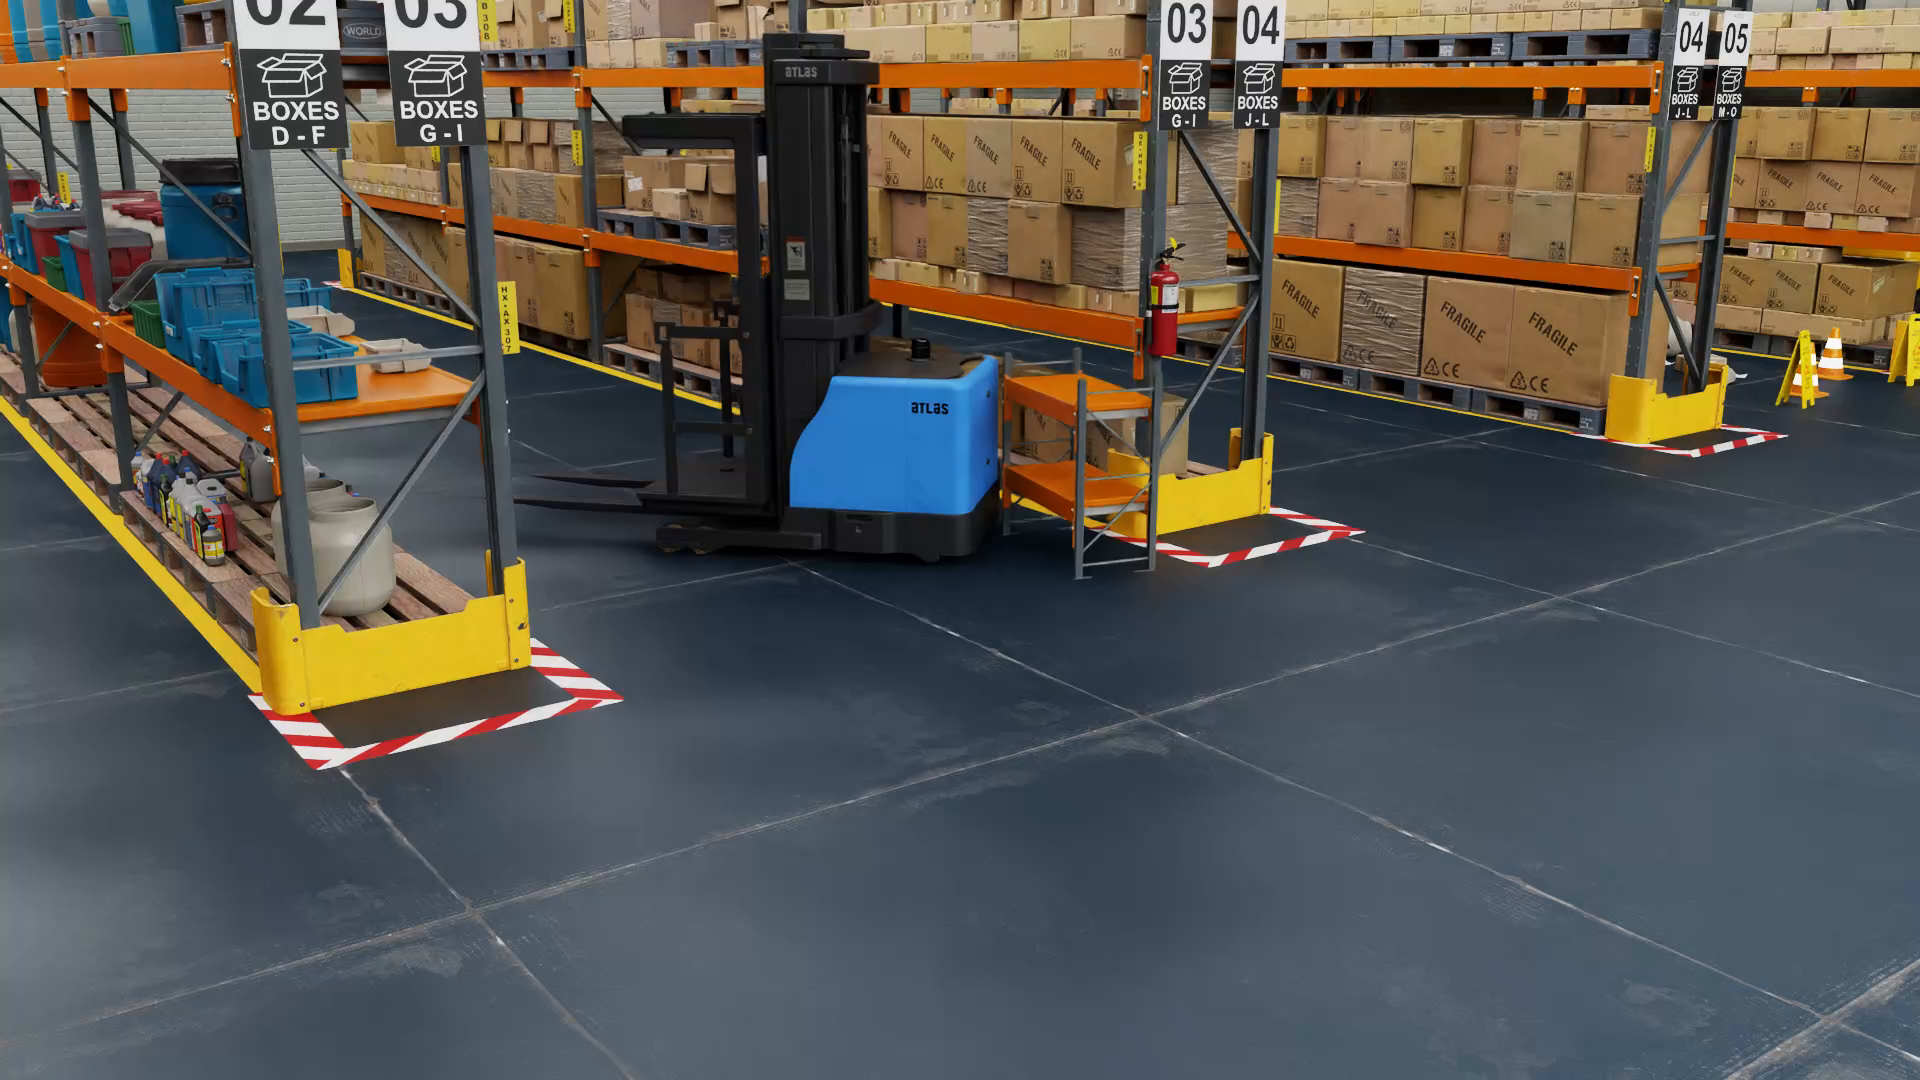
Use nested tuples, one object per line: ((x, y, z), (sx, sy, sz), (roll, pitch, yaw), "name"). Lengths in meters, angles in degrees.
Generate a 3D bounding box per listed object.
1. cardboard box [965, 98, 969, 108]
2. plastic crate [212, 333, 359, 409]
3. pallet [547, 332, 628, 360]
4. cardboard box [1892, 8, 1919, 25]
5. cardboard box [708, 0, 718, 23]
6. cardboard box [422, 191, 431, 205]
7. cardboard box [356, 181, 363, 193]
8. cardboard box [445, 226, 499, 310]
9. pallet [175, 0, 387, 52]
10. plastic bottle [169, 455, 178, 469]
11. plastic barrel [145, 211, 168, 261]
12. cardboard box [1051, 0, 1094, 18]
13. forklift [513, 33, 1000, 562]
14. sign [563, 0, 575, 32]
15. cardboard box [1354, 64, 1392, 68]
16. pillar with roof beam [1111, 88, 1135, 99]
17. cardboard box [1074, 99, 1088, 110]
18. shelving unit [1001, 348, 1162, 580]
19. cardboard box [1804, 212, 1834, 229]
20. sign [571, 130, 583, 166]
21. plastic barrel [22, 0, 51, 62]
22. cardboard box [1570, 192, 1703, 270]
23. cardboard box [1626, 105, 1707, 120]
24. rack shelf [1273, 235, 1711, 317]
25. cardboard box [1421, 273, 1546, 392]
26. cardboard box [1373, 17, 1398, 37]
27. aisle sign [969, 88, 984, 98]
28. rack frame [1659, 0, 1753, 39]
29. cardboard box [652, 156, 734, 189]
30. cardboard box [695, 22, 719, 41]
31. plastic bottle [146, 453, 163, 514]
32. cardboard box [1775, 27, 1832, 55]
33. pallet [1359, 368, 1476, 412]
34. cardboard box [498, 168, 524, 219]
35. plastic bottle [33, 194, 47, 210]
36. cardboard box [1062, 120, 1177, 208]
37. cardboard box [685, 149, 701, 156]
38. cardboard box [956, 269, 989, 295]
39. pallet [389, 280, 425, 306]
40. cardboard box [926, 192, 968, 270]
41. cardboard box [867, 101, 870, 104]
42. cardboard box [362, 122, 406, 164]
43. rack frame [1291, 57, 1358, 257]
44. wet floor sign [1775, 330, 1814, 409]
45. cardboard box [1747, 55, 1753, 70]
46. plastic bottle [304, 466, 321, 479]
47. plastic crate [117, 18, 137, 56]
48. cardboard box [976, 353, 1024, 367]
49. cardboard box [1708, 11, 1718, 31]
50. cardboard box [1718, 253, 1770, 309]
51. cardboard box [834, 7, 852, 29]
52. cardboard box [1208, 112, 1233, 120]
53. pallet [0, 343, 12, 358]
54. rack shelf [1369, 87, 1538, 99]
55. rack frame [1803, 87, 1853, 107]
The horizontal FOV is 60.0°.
((0.304, -7.194, 27.365), (0.380, 0.149, 0.250), (-10, 18, -33), "cardboard box")
((-3.043, -0.779, 7.522), (0.499, 0.251, 0.616), (-11, 19, -35), "plastic crate")
((-3.607, -2.103, 17.358), (1.003, 0.211, 1.213), (-11, 19, -35), "pallet")
((8.957, -4.895, 15.562), (0.380, 0.149, 0.250), (-10, 18, -34), "cardboard box")
((-2.133, -4.725, 14.838), (0.500, 0.500, 0.500), (-10, 18, -34), "cardboard box")
((-6.152, -4.070, 19.739), (0.380, 0.149, 0.250), (-10, 18, -33), "cardboard box")
((-7.664, -4.618, 21.744), (0.380, 0.149, 0.250), (-11, 19, -36), "cardboard box")
((-5.164, -3.166, 19.190), (1.225, 0.875, 0.875), (-11, 19, -34), "cardboard box")
((-2.914, -2.338, 7.612), (1.003, 0.211, 1.213), (-11, 19, -35), "pallet")
((-4.728, -0.362, 10.030), (0.061, 0.283, 0.133), (-11, 19, -35), "plastic bottle")
((-5.244, -1.948, 11.256), (0.433, 0.535, 0.433), (0, 15, 0), "plastic barrel")
((0.776, -3.252, 10.123), (0.380, 0.149, 0.250), (-12, 19, -37), "cardboard box")
((-1.324, -1.462, 9.864), (3.031, 2.935, 1.130), (3, 16, 11), "forklift")
((-3.658, -4.917, 15.549), (0.100, 0.325, 0.005), (-11, 19, -35), "sign")
((5.361, -6.097, 20.798), (0.700, 0.500, 0.500), (-11, 19, -35), "cardboard box")
((-0.218, -10.226, 30.393), (9.100, 9.000, 0.400), (-11, 19, -35), "pillar with roof beam")
((1.954, -6.593, 25.169), (0.380, 0.149, 0.250), (-10, 18, -33), "cardboard box")
((0.683, -0.471, 9.662), (0.538, 1.125, 1.048), (-6, 16, -21), "shelving unit")
((8.575, -3.168, 16.445), (0.380, 0.149, 0.250), (-10, 18, -34), "cardboard box")
((-3.651, -3.739, 15.862), (0.100, 0.325, 0.005), (-11, 19, -35), "sign")
((-5.718, -3.548, 10.724), (0.600, 0.901, 0.600), (0, 15, 0), "plastic barrel")
((5.316, -2.452, 13.069), (0.875, 0.550, 0.550), (-11, 19, -35), "cardboard box")
((7.529, -4.385, 17.770), (0.700, 0.500, 0.500), (-11, 19, -34), "cardboard box")
((4.395, -2.388, 14.480), (1.077, 0.370, 4.000), (-11, 19, -35), "rack shelf")
((4.600, -1.807, 14.227), (0.875, 0.875, 0.875), (-11, 19, -35), "cardboard box")
((3.758, -4.391, 14.245), (0.380, 0.149, 0.250), (-11, 19, -35), "cardboard box")
((0.316, -7.831, 28.083), (0.394, 0.787, 0.004), (-11, 19, -35), "aisle sign")
((5.571, -5.201, 12.033), (1.000, 3.000, 0.127), (-11, 19, -35), "rack frame")
((-2.445, -3.305, 15.486), (0.700, 0.500, 0.500), (-8, 17, -26), "cardboard box")
((-2.036, -4.335, 14.197), (0.380, 0.166, 0.250), (-12, 19, -36), "cardboard box")
((-4.720, -0.342, 9.829), (0.144, 0.351, 0.185), (-10, 18, -33), "plastic bottle")
((8.393, -4.900, 16.337), (0.500, 0.250, 0.500), (-10, 18, -33), "cardboard box")
((4.324, -1.381, 14.723), (1.003, 0.211, 1.213), (-11, 19, -35), "pallet")
((-4.590, -3.709, 17.757), (0.500, 0.500, 0.500), (-10, 18, -33), "cardboard box")
((-8.765, -3.122, 15.893), (0.144, 0.351, 0.185), (-11, 19, -35), "plastic bottle")
((0.976, -2.312, 10.195), (0.500, 0.500, 0.500), (-11, 19, -35), "cardboard box")
((-3.796, -5.777, 24.748), (0.500, 0.500, 0.500), (-10, 18, -32), "cardboard box")
((0.198, -1.771, 11.340), (0.380, 0.149, 0.250), (-11, 19, -35), "cardboard box")
((-6.662, -3.212, 21.411), (1.003, 0.211, 1.213), (-11, 19, -35), "pallet")
((0.264, -2.183, 11.616), (0.875, 0.500, 0.500), (-11, 19, -35), "cardboard box")
((-1.553, -5.678, 22.493), (0.500, 0.500, 0.500), (-10, 18, -33), "cardboard box")
((-7.241, -5.048, 21.137), (0.500, 0.500, 0.500), (-11, 19, -36), "cardboard box")
((4.812, -4.806, 21.952), (1.000, 3.000, 0.127), (-11, 19, -35), "rack frame")
((7.189, -1.473, 14.236), (0.232, 0.644, 0.267), (14, 21, 42), "wet floor sign")
((8.056, -4.843, 16.881), (0.380, 0.149, 0.250), (-11, 19, -34), "cardboard box")
((-3.852, -0.305, 9.834), (0.152, 0.276, 0.135), (-10, 18, -34), "plastic bottle")
((-4.151, -2.610, 8.649), (0.336, 0.188, 0.450), (-11, 19, -35), "plastic crate")
((0.122, -1.077, 12.269), (0.500, 0.500, 0.500), (-13, 20, -39), "cardboard box")
((5.629, -4.007, 12.843), (0.380, 0.149, 0.250), (-11, 19, -34), "cardboard box")
((8.233, -2.686, 17.200), (0.500, 0.500, 0.500), (-11, 19, -36), "cardboard box")
((-0.699, -3.817, 12.185), (0.380, 0.149, 0.250), (-12, 19, -37), "cardboard box")
((3.701, -5.621, 22.849), (0.500, 0.500, 0.500), (-11, 19, -34), "cardboard box")
((-9.143, -1.837, 16.387), (1.003, 0.211, 1.213), (-11, 19, -35), "pallet")
((7.649, -7.104, 26.030), (1.077, 0.370, 4.000), (-11, 19, -35), "rack shelf")
((11.176, -4.723, 21.650), (1.000, 3.000, 0.127), (-11, 19, -35), "rack frame")
